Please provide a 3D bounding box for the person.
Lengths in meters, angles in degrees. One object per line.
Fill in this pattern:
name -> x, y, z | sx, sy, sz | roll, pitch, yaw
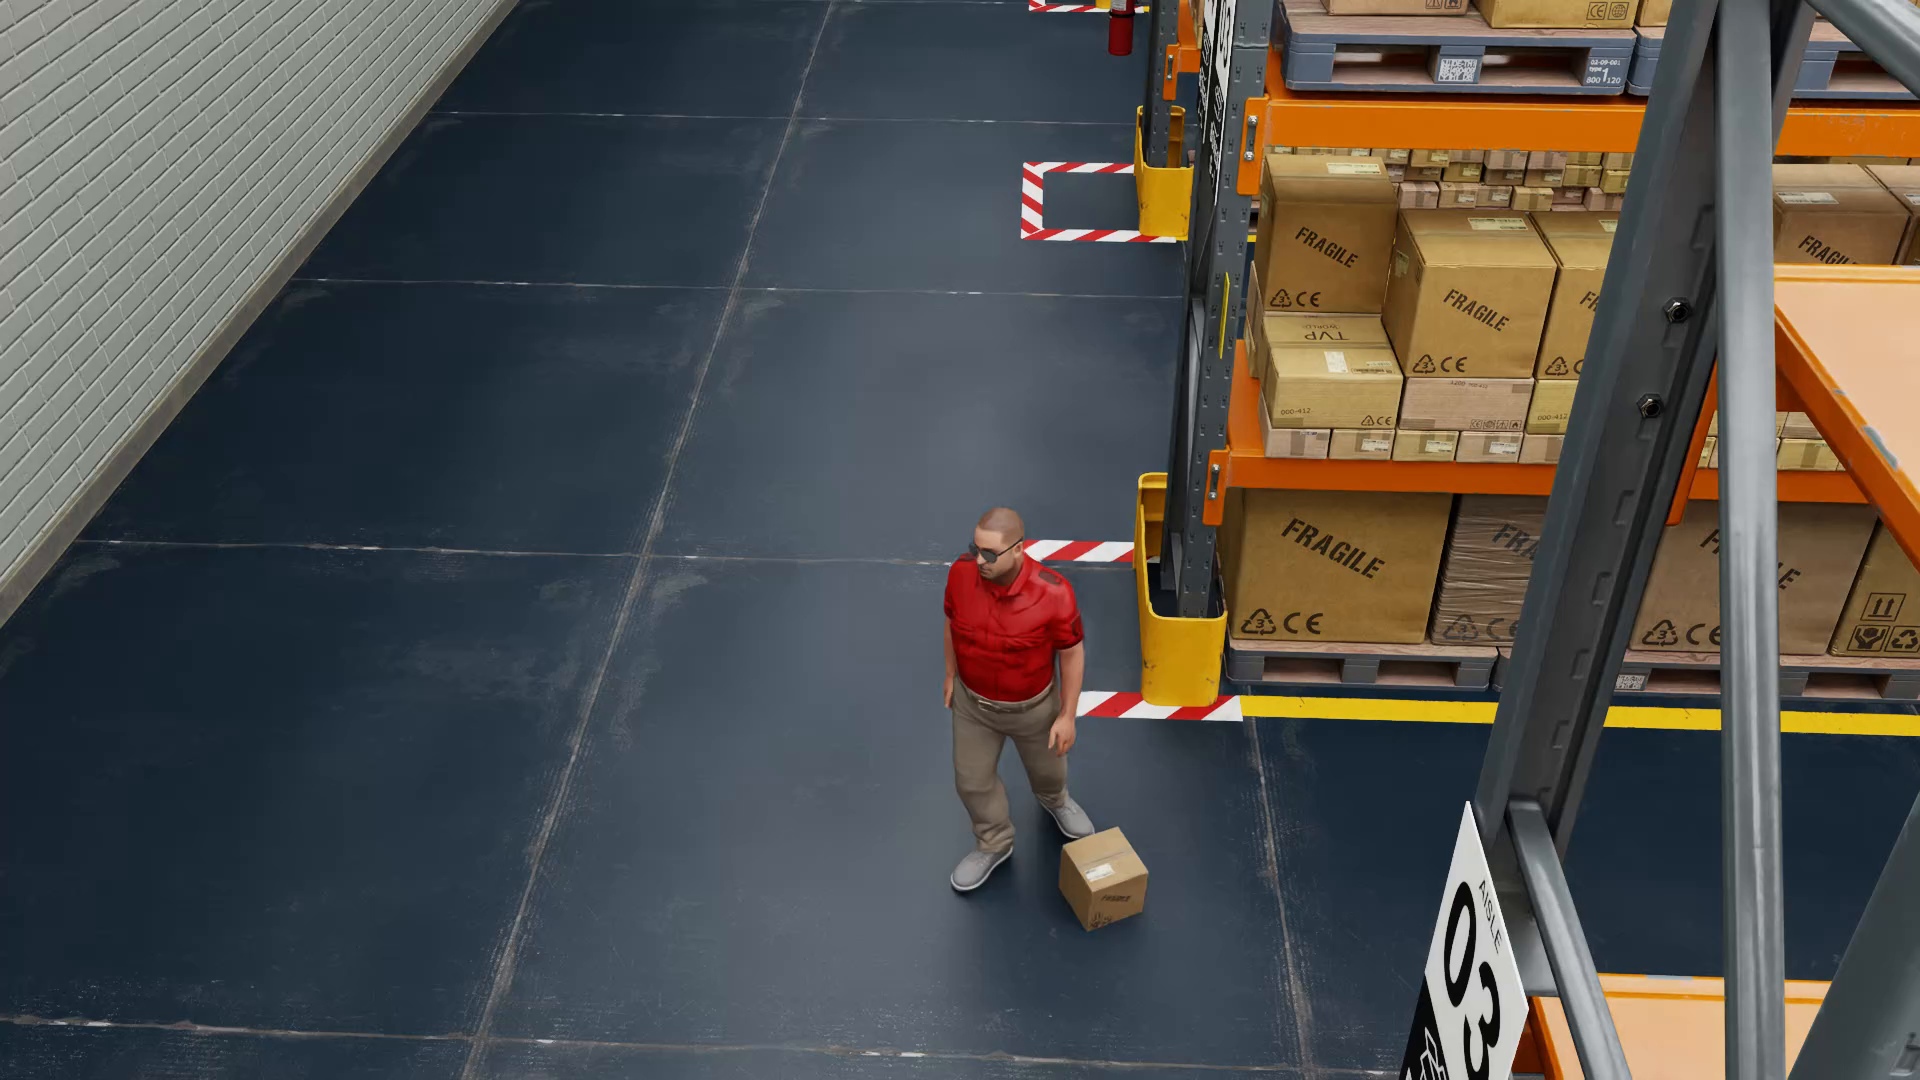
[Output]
person -> 0.216, 0.565, 6.346 | 0.602, 1.716, 0.637 | 13, 38, 18
